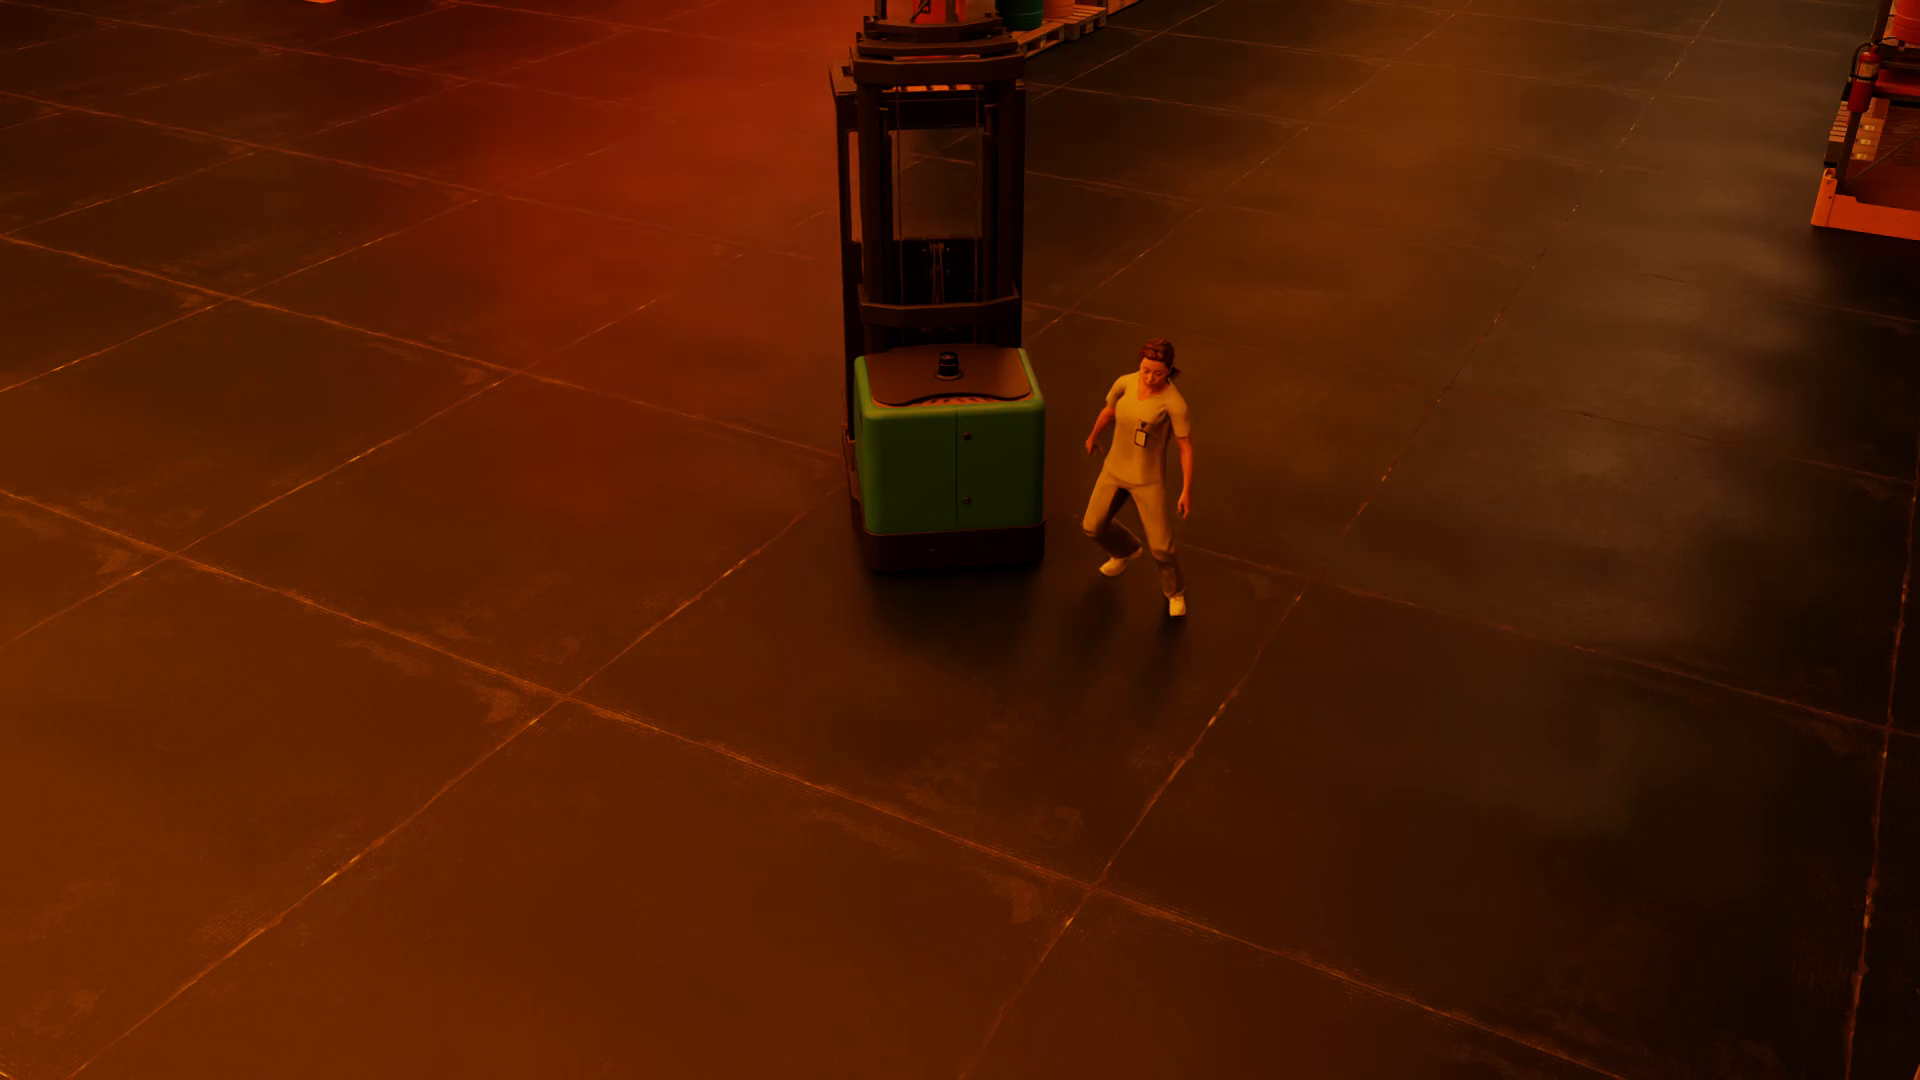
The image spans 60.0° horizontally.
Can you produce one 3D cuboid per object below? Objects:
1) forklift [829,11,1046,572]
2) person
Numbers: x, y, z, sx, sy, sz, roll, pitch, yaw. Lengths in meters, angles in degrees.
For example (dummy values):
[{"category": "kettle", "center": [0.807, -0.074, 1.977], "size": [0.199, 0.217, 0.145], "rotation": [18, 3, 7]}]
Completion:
[{"category": "forklift", "center": [-0.198, -1.802, 10.194], "size": [1.130, 2.935, 3.031], "rotation": [-3, 30, -6]}, {"category": "person", "center": [0.990, -0.408, 9.125], "size": [0.780, 1.596, 0.484], "rotation": [24, 38, 35]}]
